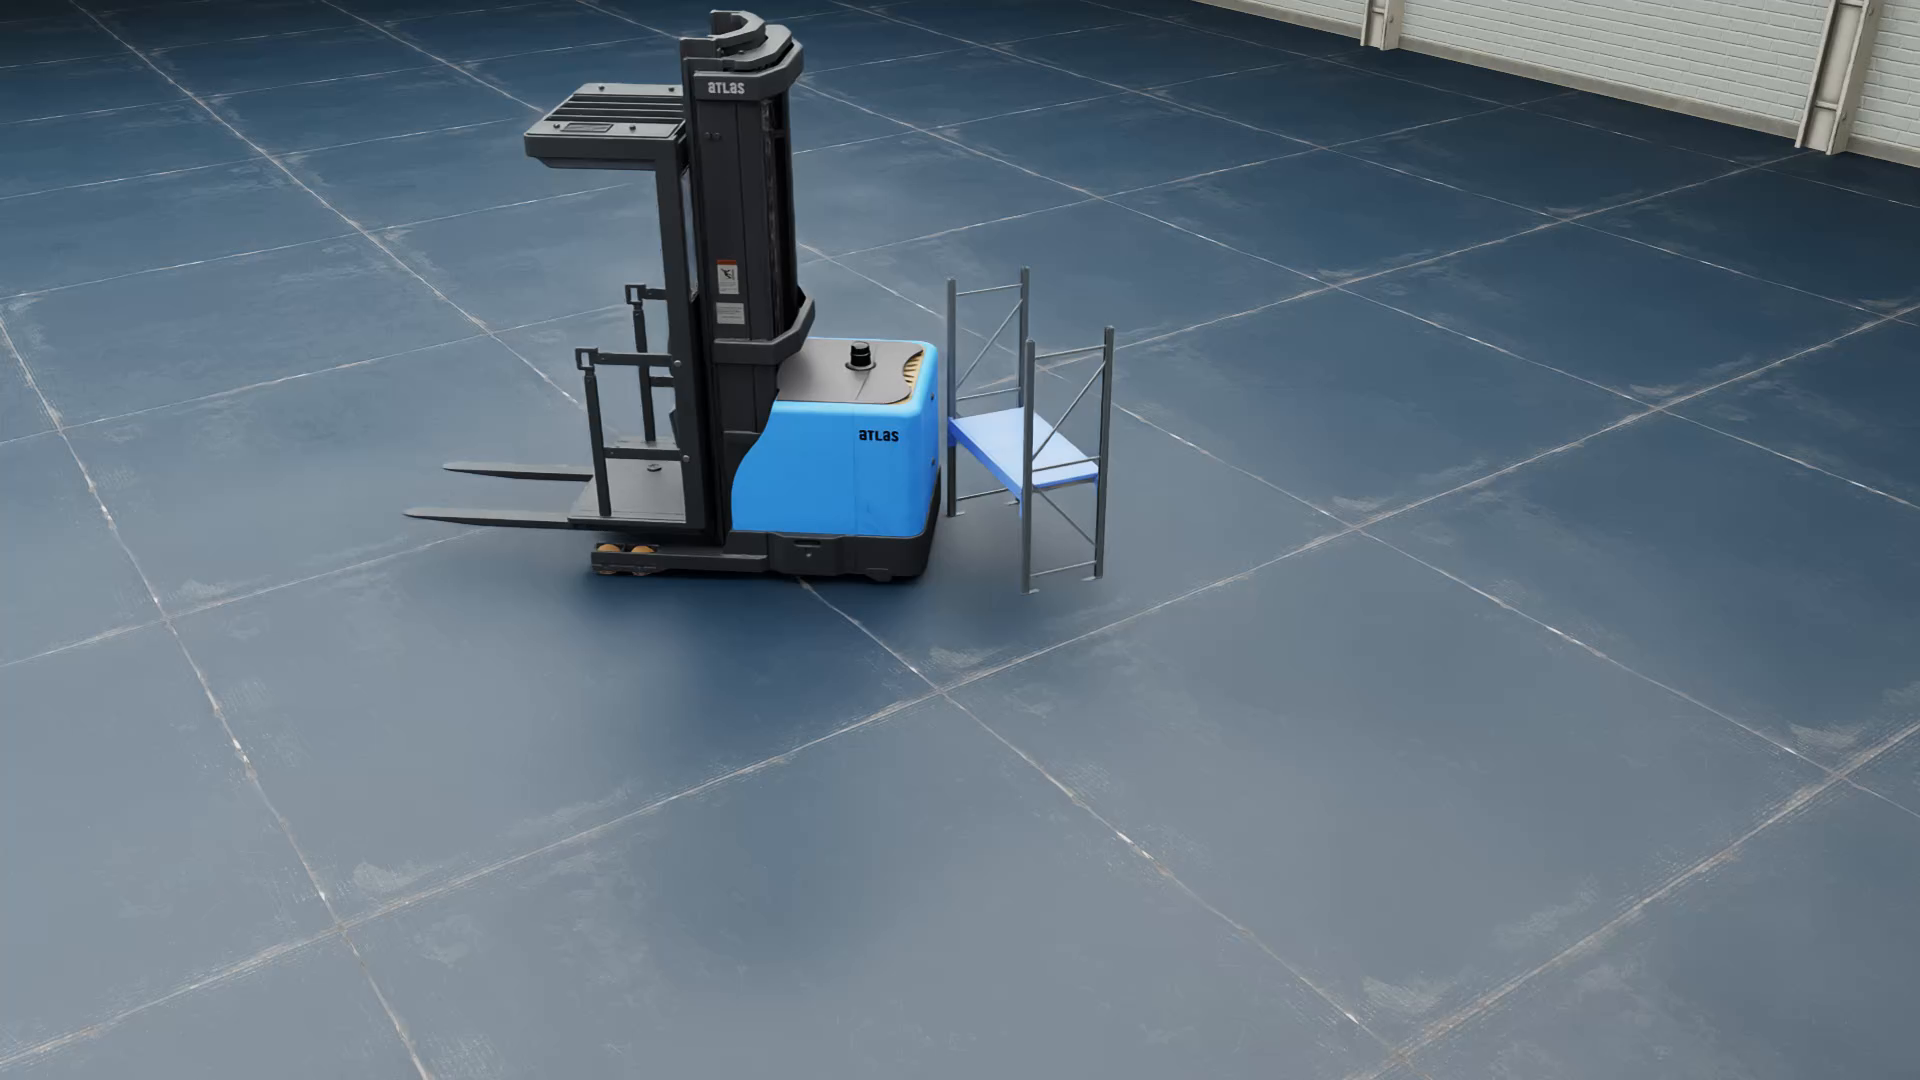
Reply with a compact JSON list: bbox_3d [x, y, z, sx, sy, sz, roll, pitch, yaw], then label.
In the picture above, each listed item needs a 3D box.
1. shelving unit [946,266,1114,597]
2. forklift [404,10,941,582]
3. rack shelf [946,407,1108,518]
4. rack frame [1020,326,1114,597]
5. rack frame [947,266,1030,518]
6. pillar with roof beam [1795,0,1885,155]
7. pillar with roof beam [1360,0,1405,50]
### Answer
[{"bbox_3d":[0.364,-0.624,9.327,0.538,1.500,1.048,-12,31,-21],"label":"shelving unit"},{"bbox_3d":[-1.662,-1.333,9.134,3.031,2.935,1.130,2,29,5],"label":"forklift"},{"bbox_3d":[0.364,-0.466,9.413,0.538,0.185,1.000,-12,31,-21],"label":"rack shelf"},{"bbox_3d":[0.567,-0.402,8.918,0.500,1.500,0.032,-12,31,-21],"label":"rack frame"},{"bbox_3d":[0.161,-0.846,9.737,0.500,1.500,0.032,-12,31,-21],"label":"rack frame"},{"bbox_3d":[5.401,-6.816,12.871,9.100,9.000,0.400,-19,34,-31],"label":"pillar with roof beam"},{"bbox_3d":[1.921,-9.148,17.166,9.100,9.000,0.400,-19,34,-31],"label":"pillar with roof beam"}]
